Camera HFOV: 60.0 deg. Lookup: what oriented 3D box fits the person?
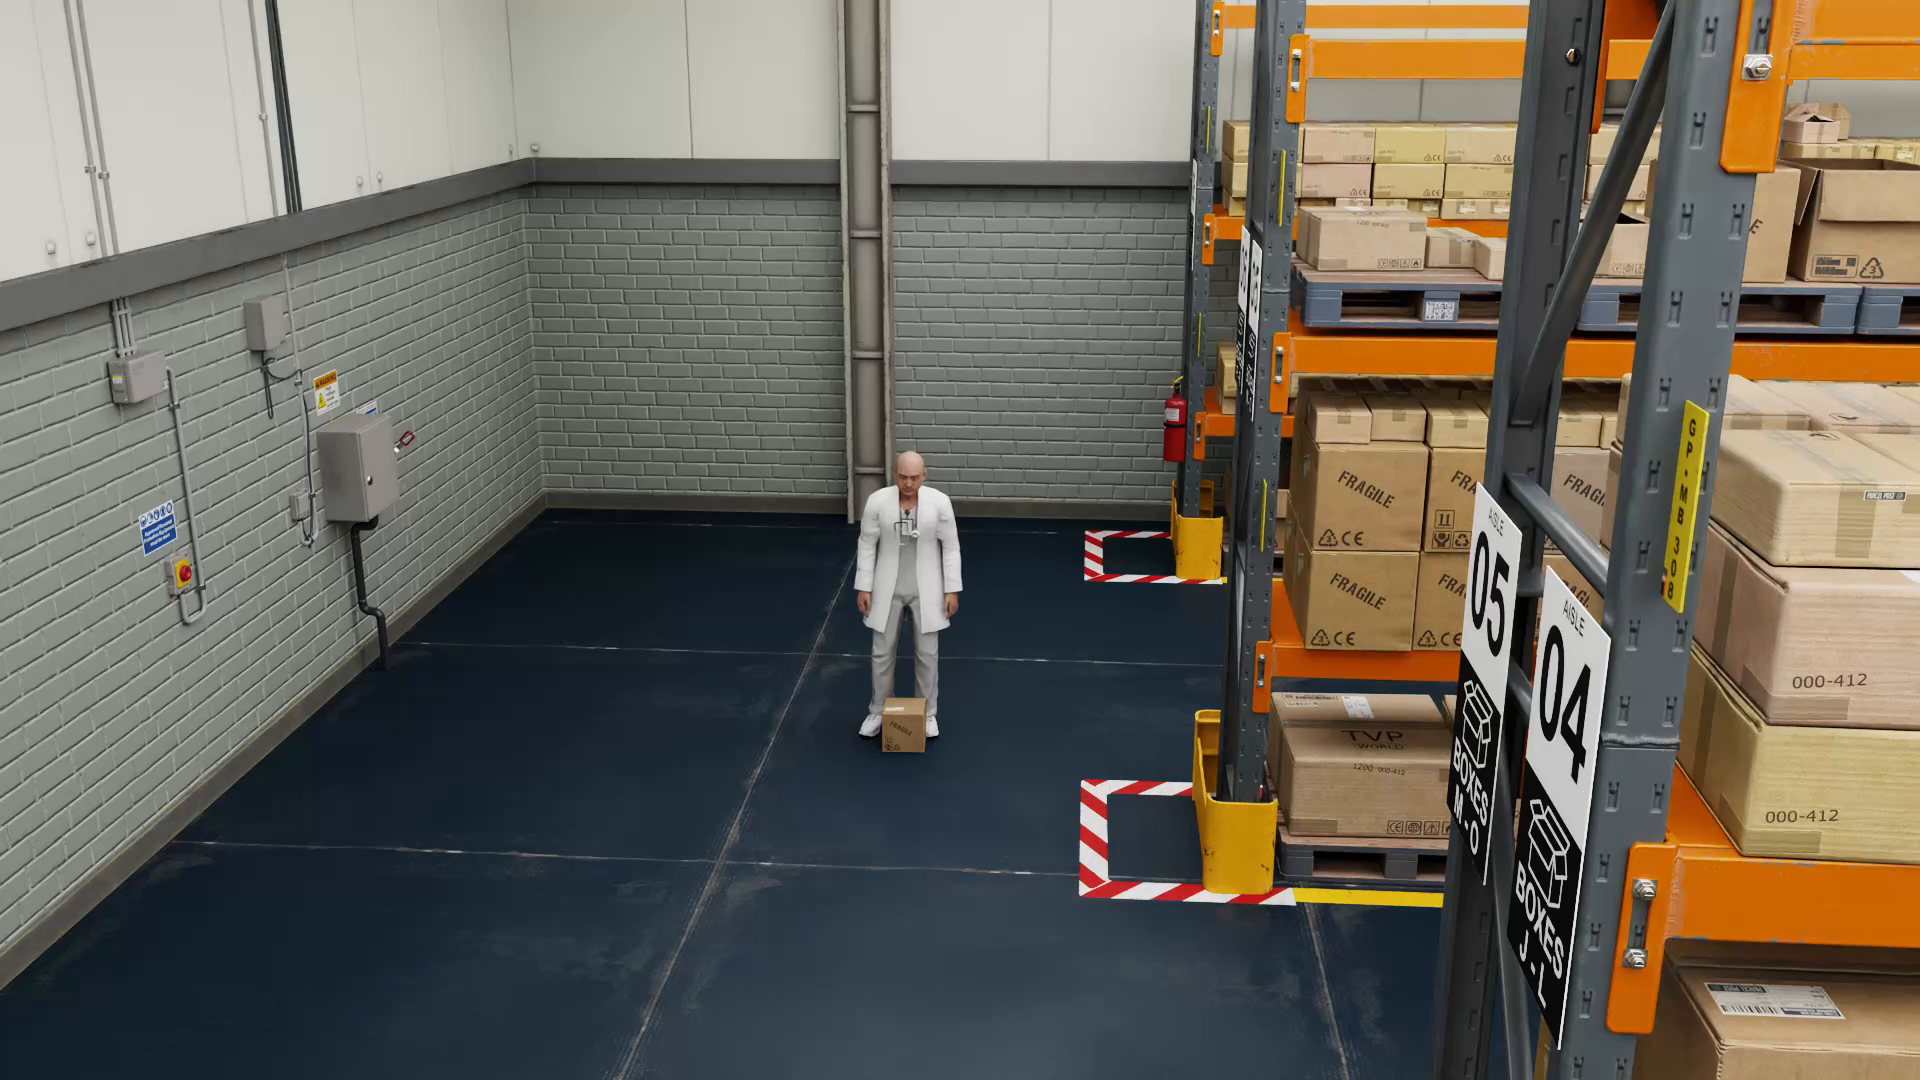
[{"bbox_3d":[-0.312,0.315,10.057,0.656,1.774,0.416,1,17,2],"label":"person"}]
